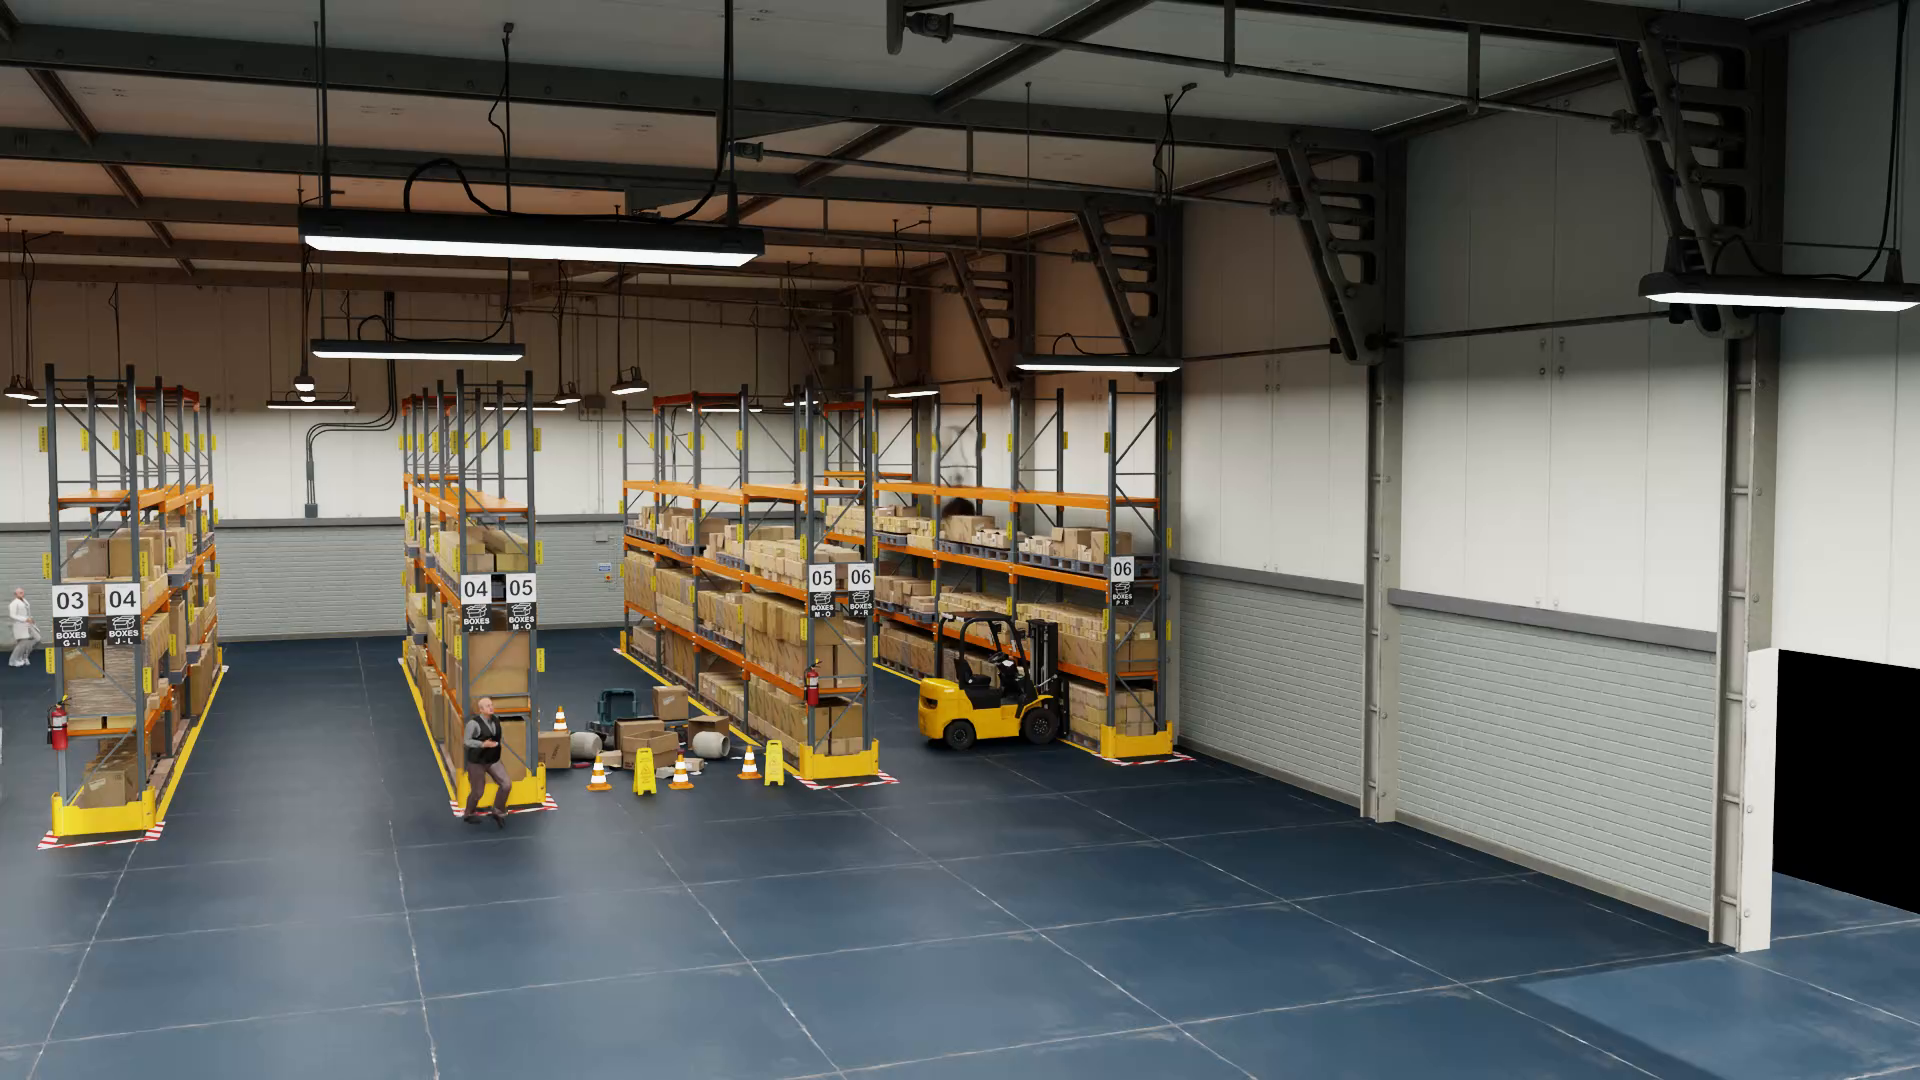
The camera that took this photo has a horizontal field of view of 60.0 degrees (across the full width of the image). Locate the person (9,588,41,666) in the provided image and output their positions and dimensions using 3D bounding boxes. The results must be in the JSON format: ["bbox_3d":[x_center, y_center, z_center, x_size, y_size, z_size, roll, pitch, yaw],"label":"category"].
[{"bbox_3d":[-21.004,1.952,37.289,0.686,1.743,0.721,0,3,3],"label":"person"}]

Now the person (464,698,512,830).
[{"bbox_3d":[-6.145,2.904,21.520,0.805,1.744,0.677,3,4,39],"label":"person"}]
